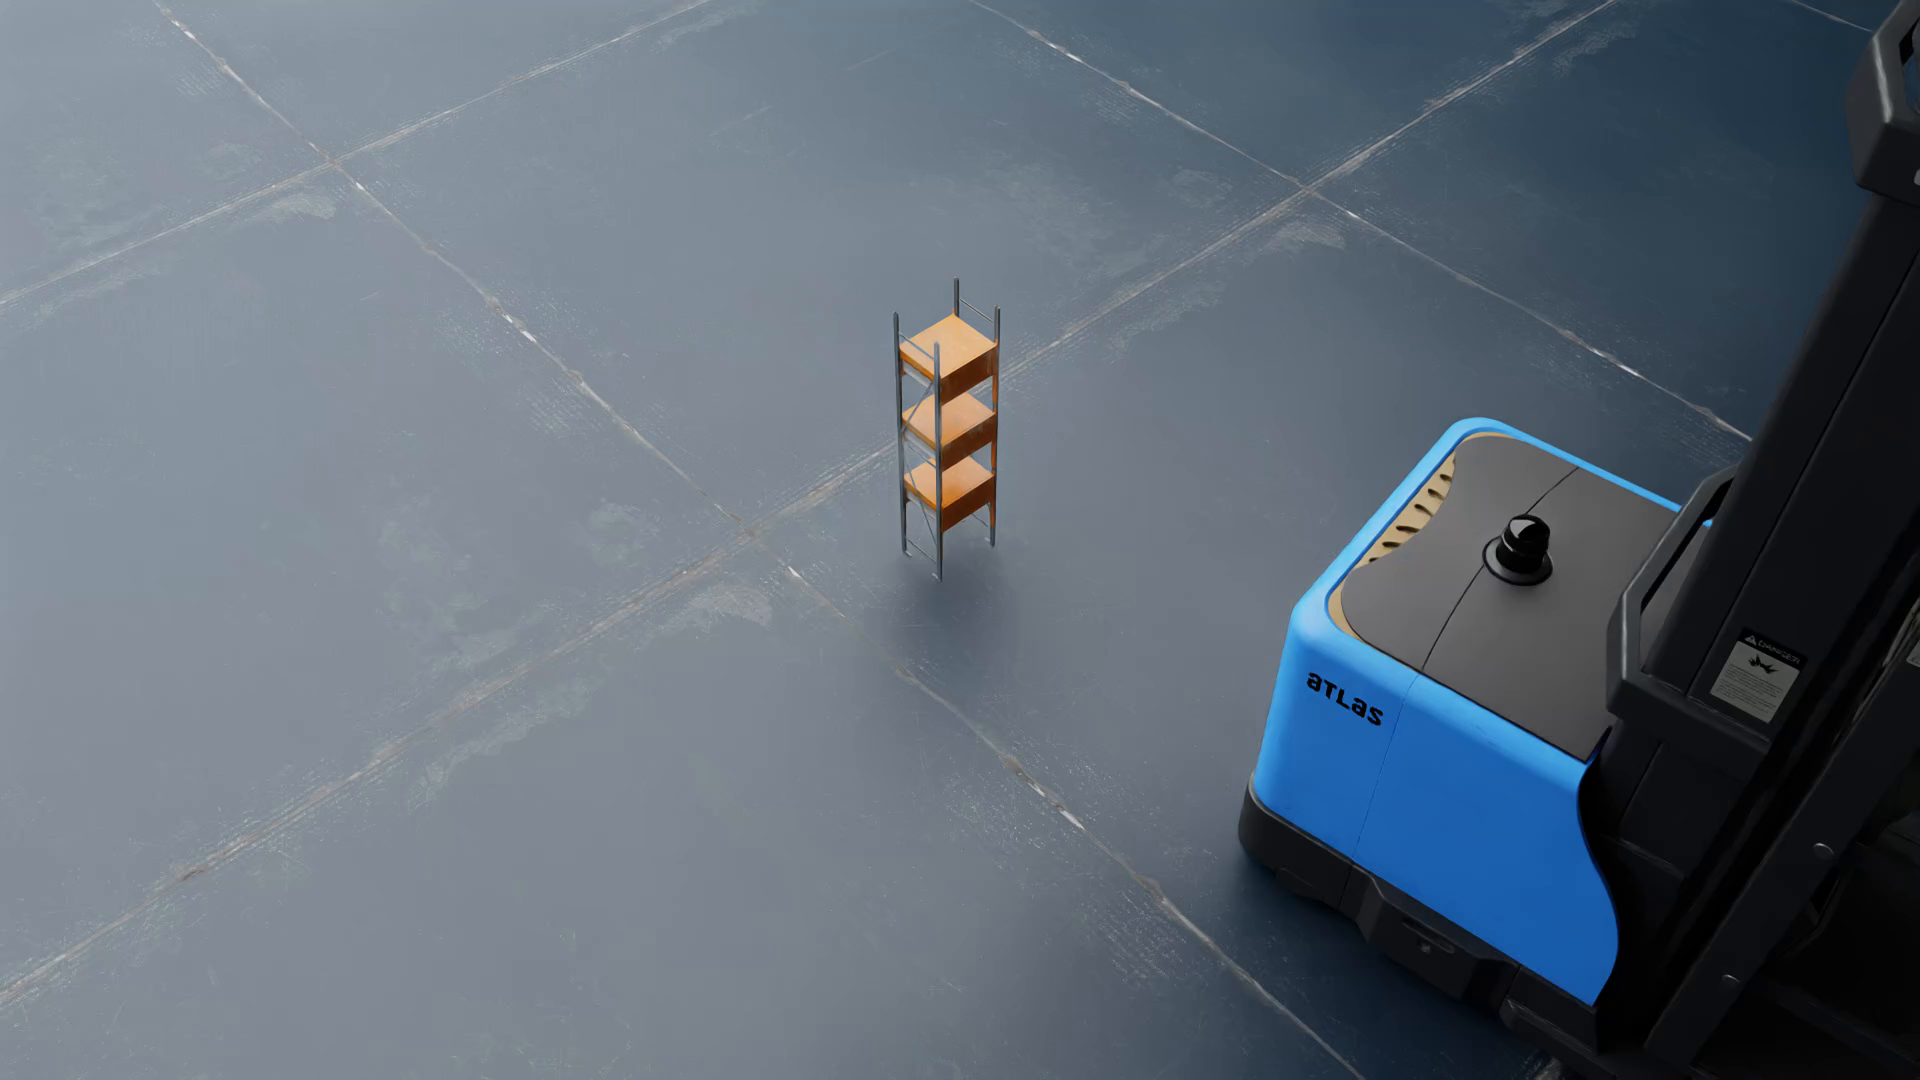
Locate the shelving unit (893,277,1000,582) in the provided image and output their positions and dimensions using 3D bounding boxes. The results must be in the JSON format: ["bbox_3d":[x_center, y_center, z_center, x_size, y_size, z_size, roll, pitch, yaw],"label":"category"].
[{"bbox_3d":[-0.040,-0.330,5.340,0.252,1.050,0.215,-34,56,-27],"label":"shelving unit"}]

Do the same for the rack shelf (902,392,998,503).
[{"bbox_3d":[-0.040,-0.322,5.348,0.240,0.259,0.215,-34,56,-27],"label":"rack shelf"}]

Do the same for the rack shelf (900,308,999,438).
[{"bbox_3d":[-0.040,-0.515,5.139,0.240,0.259,0.215,-34,56,-27],"label":"rack shelf"}]

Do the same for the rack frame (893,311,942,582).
[{"bbox_3d":[-0.130,-0.269,5.284,0.008,1.050,0.200,-34,56,-27],"label":"rack frame"}]

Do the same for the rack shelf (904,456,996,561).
[{"bbox_3d":[-0.040,-0.134,5.552,0.240,0.259,0.215,-34,56,-27],"label":"rack shelf"}]

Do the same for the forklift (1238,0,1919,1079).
[{"bbox_3d":[2.280,0.320,3.461,3.031,2.935,1.130,30,54,25],"label":"forklift"}]

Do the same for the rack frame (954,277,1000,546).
[{"bbox_3d":[0.051,-0.390,5.395,0.008,1.050,0.200,-34,56,-27],"label":"rack frame"}]
